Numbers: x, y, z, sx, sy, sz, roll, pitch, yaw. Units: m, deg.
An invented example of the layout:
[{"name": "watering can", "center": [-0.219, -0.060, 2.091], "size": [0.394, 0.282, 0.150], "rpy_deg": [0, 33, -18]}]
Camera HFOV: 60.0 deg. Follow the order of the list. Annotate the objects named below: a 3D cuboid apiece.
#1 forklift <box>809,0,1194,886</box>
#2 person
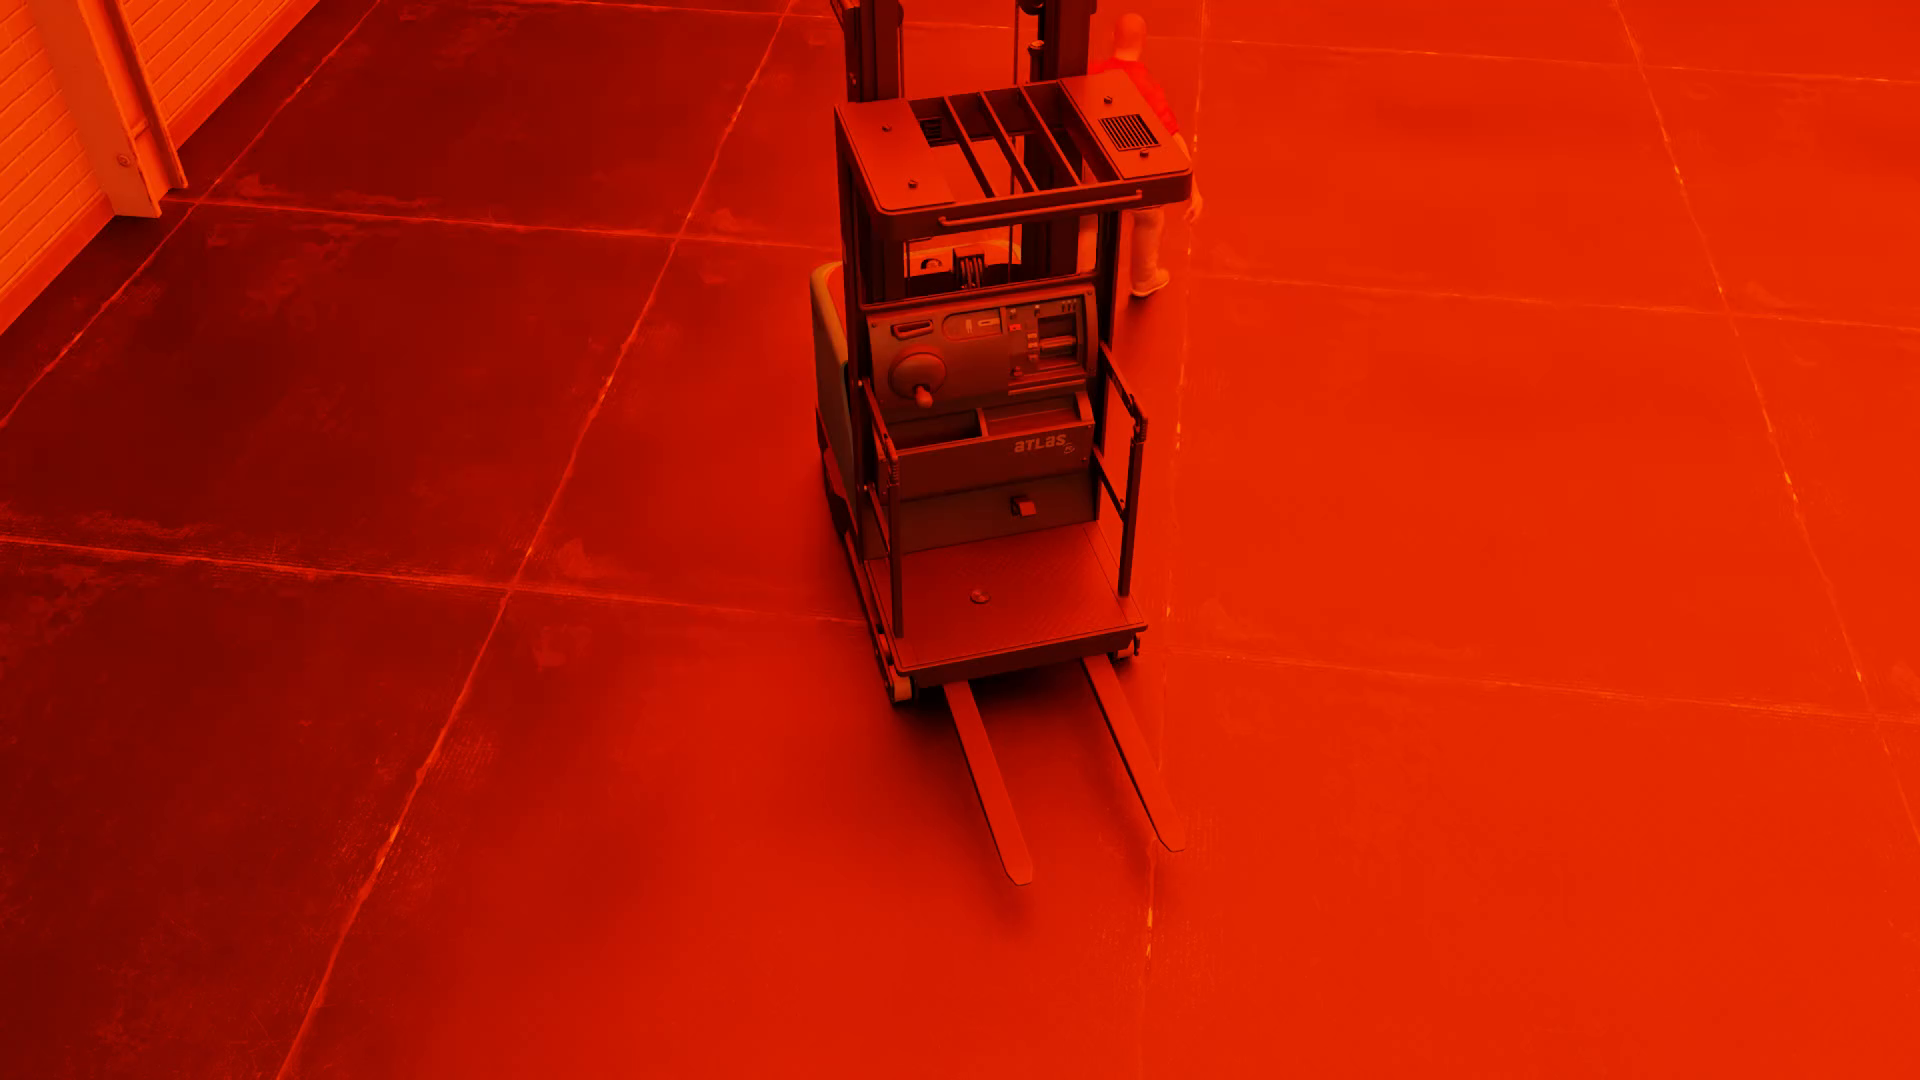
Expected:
[{"name": "forklift", "center": [0.153, -0.681, 6.465], "size": [1.130, 2.935, 3.031], "rpy_deg": [-10, 44, -11]}, {"name": "person", "center": [0.910, -1.982, 8.806], "size": [0.982, 1.705, 0.757], "rpy_deg": [21, 46, 21]}]
